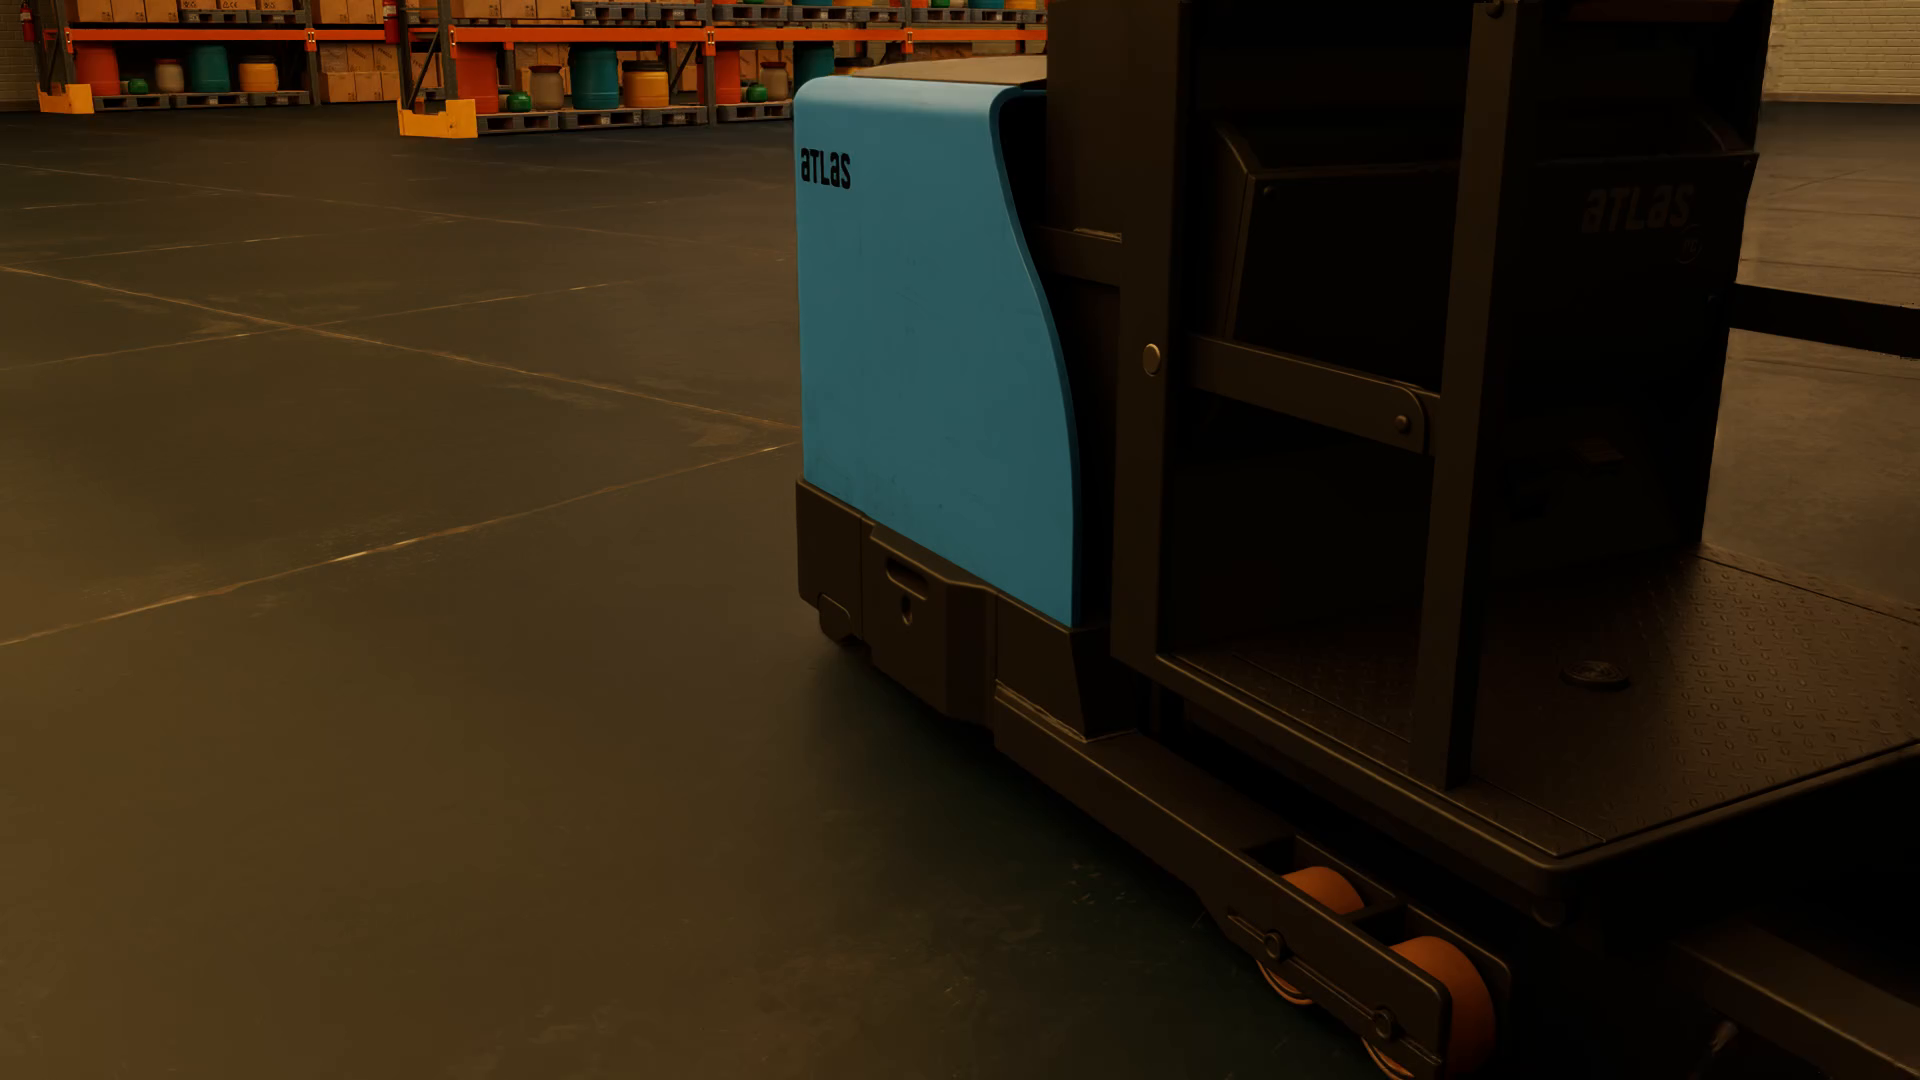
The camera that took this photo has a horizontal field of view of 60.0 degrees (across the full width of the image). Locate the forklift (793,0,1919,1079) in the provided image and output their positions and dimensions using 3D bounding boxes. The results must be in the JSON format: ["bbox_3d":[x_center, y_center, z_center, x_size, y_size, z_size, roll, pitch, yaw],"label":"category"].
[{"bbox_3d":[0.830,-0.931,1.962,1.130,2.935,3.031,-9,19,-28],"label":"forklift"}]
